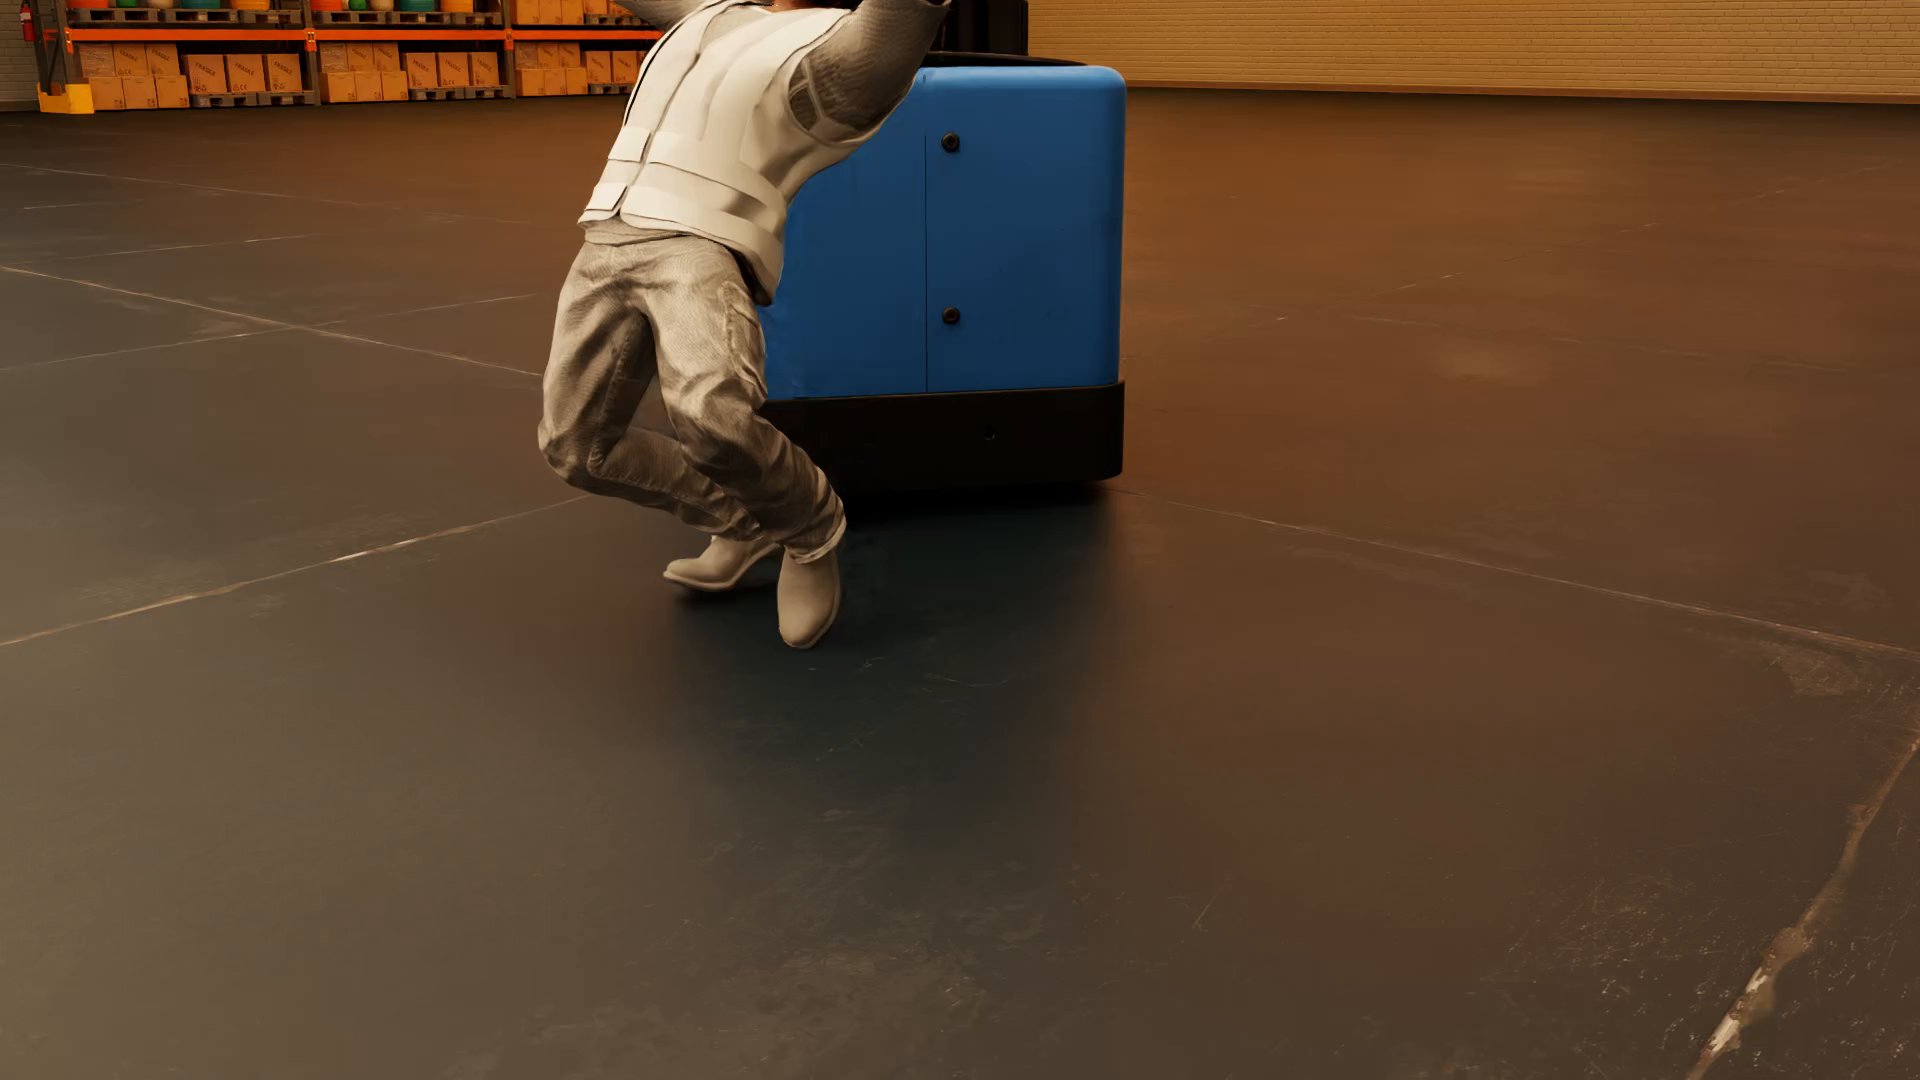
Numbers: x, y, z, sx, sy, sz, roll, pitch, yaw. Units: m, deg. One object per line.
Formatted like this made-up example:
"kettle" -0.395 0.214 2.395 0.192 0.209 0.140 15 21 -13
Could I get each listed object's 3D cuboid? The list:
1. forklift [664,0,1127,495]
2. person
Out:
"forklift" -0.387 -1.888 5.115 1.130 2.935 3.031 -3 17 -11
"person" -0.380 -0.625 3.182 0.994 1.649 0.771 14 22 39
